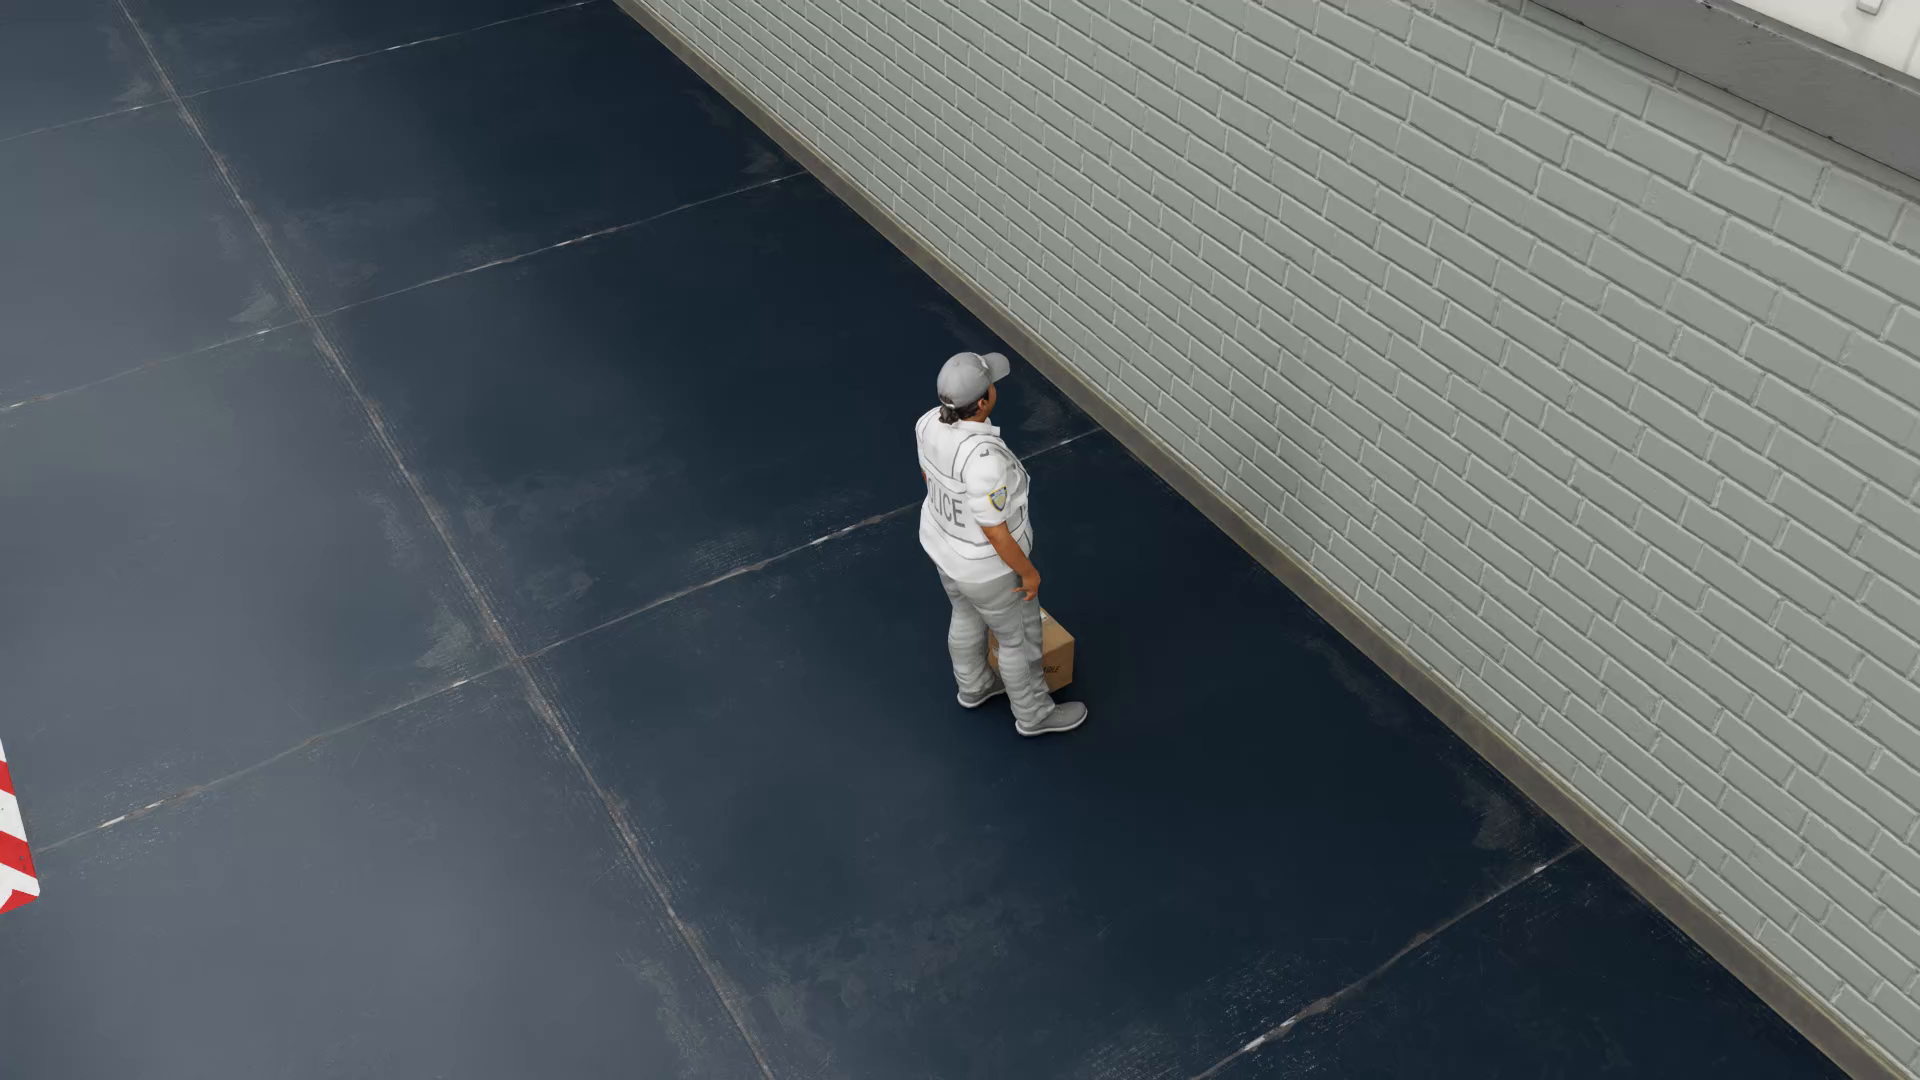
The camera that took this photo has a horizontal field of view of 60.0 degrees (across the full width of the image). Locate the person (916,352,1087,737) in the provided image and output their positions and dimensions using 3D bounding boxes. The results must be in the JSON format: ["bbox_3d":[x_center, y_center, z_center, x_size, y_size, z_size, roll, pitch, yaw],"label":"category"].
[{"bbox_3d":[0.147,0.012,6.124,0.529,1.670,0.597,-23,46,-24],"label":"person"}]
